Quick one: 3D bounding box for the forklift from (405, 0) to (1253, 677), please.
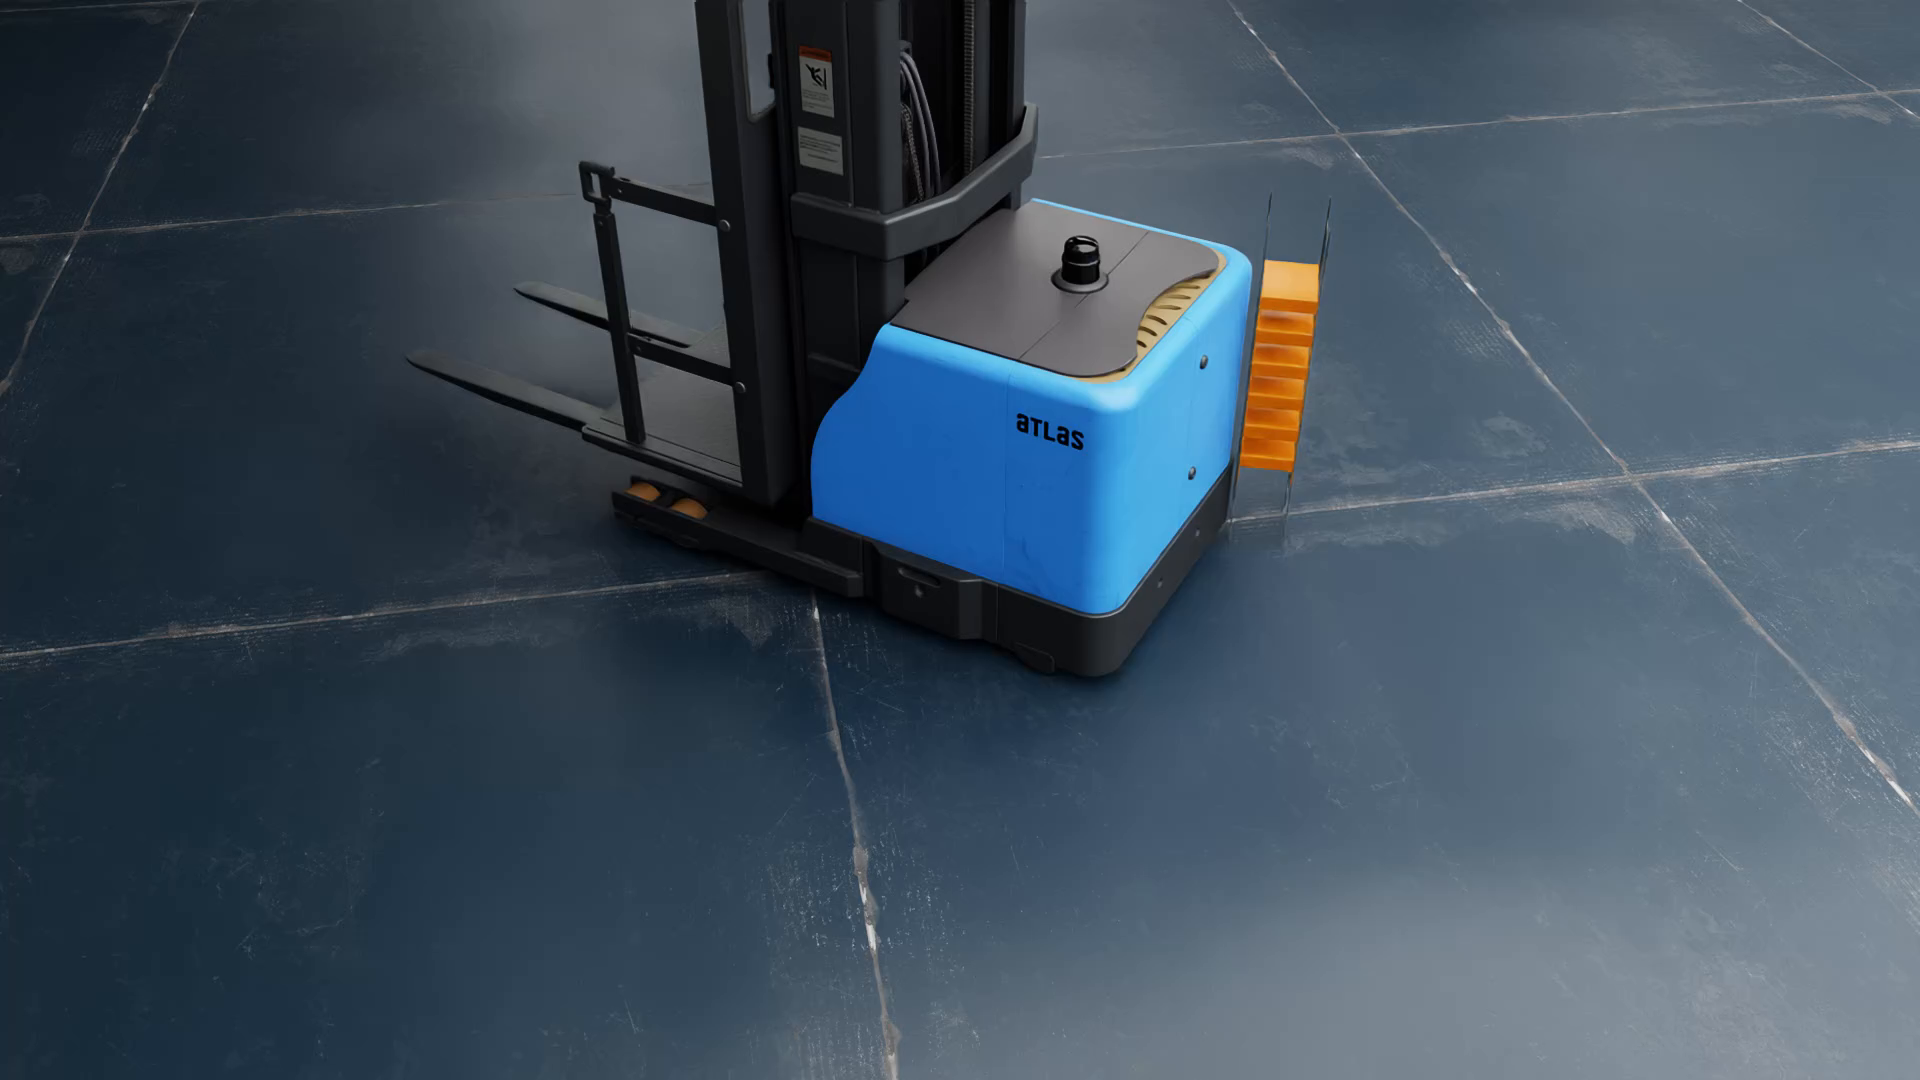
[{"bbox_3d":[-0.615,-1.394,5.155,3.031,2.935,1.130,19,42,23],"label":"forklift"}]

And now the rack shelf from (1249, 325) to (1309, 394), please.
[{"bbox_3d":[1.041,-0.593,5.412,0.180,0.103,0.258,6,38,8],"label":"rack shelf"}]

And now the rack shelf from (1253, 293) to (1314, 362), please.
[{"bbox_3d":[1.041,-0.687,5.338,0.180,0.103,0.258,6,38,8],"label":"rack shelf"}]

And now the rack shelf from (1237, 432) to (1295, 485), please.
[{"bbox_3d":[1.041,-0.308,5.633,0.180,0.103,0.258,6,38,8],"label":"rack shelf"}]

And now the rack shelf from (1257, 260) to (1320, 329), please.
[{"bbox_3d":[1.041,-0.782,5.264,0.180,0.103,0.258,6,38,8],"label":"rack shelf"}]

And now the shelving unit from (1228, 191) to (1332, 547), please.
[{"bbox_3d":[1.041,-0.533,5.458,0.189,1.200,0.258,6,38,8],"label":"shelving unit"}]

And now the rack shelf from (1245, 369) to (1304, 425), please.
[{"bbox_3d":[1.041,-0.498,5.485,0.180,0.103,0.258,6,38,8],"label":"rack shelf"}]

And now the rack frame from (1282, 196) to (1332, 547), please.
[{"bbox_3d":[1.131,-0.523,5.445,0.006,1.200,0.240,6,38,8],"label":"rack frame"}]

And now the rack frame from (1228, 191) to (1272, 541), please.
[{"bbox_3d":[0.951,-0.543,5.471,0.006,1.200,0.240,6,38,8],"label":"rack frame"}]

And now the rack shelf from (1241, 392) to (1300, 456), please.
[{"bbox_3d":[1.041,-0.403,5.559,0.180,0.103,0.258,6,38,8],"label":"rack shelf"}]
